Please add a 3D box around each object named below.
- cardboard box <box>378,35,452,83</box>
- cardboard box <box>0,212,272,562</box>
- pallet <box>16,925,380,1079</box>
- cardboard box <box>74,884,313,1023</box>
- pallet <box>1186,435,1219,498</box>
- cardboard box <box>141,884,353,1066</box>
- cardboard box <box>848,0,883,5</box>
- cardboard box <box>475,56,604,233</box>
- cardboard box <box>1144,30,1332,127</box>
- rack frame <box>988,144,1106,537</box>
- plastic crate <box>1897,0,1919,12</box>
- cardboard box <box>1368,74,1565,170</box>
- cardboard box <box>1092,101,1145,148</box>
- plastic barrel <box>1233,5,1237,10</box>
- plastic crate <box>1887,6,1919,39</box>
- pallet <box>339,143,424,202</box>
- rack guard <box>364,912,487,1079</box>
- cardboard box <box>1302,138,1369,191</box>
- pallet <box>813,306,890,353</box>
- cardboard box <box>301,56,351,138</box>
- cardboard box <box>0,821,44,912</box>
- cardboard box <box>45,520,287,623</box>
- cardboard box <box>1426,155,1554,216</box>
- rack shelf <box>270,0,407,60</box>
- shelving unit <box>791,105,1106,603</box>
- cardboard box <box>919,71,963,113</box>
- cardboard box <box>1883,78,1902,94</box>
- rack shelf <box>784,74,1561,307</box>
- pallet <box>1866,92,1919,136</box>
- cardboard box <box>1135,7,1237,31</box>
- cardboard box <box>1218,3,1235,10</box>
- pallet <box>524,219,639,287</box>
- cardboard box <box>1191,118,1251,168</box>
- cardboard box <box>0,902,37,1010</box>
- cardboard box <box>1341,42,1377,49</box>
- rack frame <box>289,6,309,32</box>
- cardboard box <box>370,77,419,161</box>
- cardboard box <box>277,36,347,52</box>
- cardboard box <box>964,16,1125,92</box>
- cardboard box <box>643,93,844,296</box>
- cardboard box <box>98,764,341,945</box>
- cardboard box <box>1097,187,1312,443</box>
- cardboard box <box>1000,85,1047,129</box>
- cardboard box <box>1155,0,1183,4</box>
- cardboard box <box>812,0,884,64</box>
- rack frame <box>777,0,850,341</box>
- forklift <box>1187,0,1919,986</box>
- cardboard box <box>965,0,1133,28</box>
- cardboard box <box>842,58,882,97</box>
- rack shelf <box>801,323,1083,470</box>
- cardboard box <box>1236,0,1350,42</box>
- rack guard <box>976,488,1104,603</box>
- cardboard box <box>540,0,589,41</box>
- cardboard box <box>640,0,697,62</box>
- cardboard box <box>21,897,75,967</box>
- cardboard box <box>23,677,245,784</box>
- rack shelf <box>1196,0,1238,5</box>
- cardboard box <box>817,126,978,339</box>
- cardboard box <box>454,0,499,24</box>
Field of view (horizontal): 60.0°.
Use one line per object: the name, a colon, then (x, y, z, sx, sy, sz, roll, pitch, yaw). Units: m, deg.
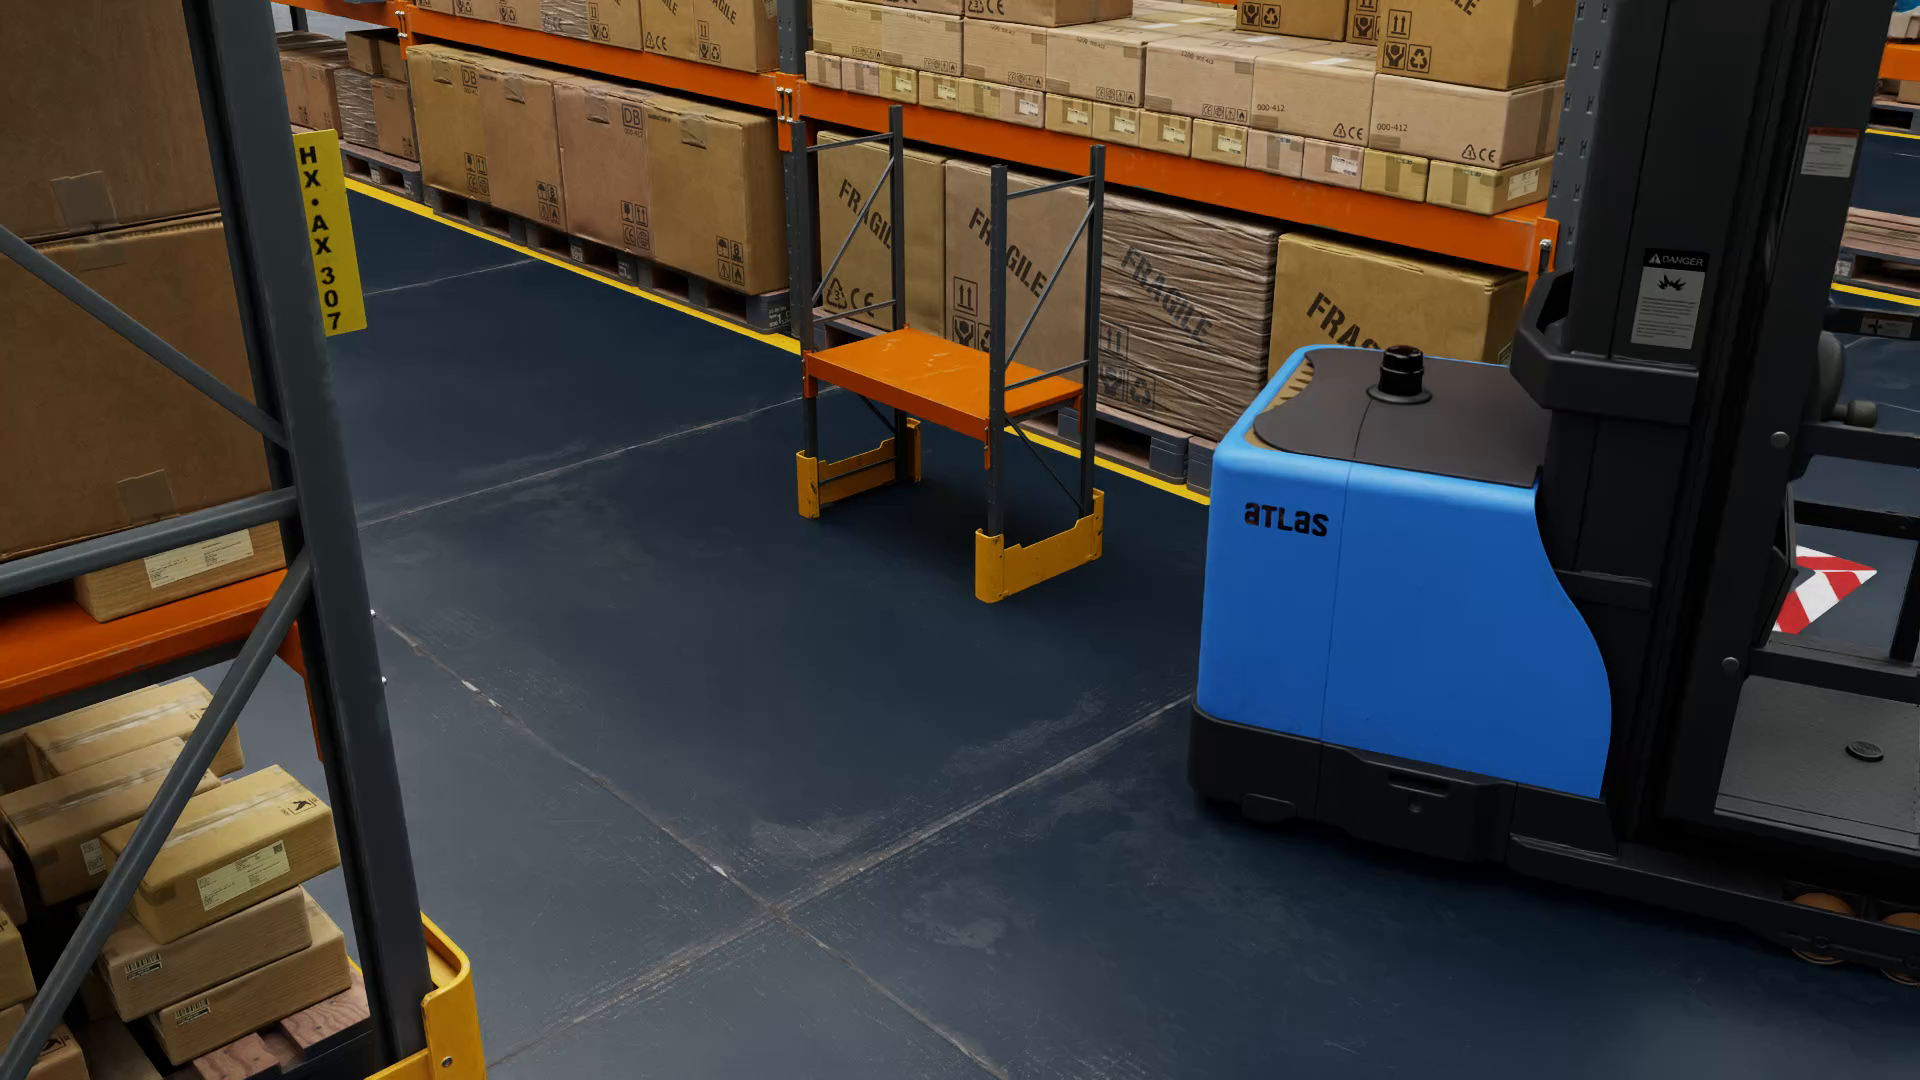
cardboard box: (-3.674, -3.337, 11.528, 0.500, 0.250, 0.500, -20, 31, -36)
cardboard box: (-1.521, -0.333, 2.887, 0.500, 0.500, 0.500, -19, 31, -36)
pallet: (-1.997, 1.052, 3.691, 1.003, 0.211, 1.213, -21, 32, -38)
cardboard box: (-1.587, 0.801, 3.450, 0.380, 0.149, 0.250, -20, 31, -36)
pallet: (1.670, -0.266, 6.578, 1.003, 0.211, 1.213, -21, 32, -38)
cardboard box: (-1.540, 0.919, 3.551, 0.380, 0.149, 0.250, -20, 32, -37)
cardboard box: (-0.320, -2.717, 7.510, 0.500, 0.500, 0.500, -21, 32, -38)
cardboard box: (-2.134, -2.475, 10.116, 1.225, 0.875, 0.875, -21, 32, -38)
cardboard box: (1.054, -1.761, 6.318, 0.500, 0.250, 0.500, 22, 33, 40)
rack frame: (0.289, -0.554, 5.658, 0.500, 1.500, 0.032, -21, 32, -38)
plastic crate: (5.511, -3.038, 9.425, 0.416, 0.233, 0.300, -21, 32, -38)
cardboard box: (1.749, -1.453, 5.643, 0.500, 0.250, 0.500, -22, 32, -39)
cardboard box: (0.745, -1.678, 6.616, 0.380, 0.149, 0.250, -20, 32, -37)
plastic barrel: (2.312, -3.552, 12.444, 0.600, 0.901, 0.708, -21, 32, -38)
plastic crate: (5.200, -2.822, 9.068, 0.396, 0.136, 0.243, -21, 32, -38)
pallet: (-3.727, -2.707, 11.929, 1.003, 0.211, 1.213, -21, 32, -38)
rack guard: (-1.468, 1.176, 3.069, 1.175, 0.500, 0.348, -21, 32, -38)
cardboard box: (1.439, -1.370, 5.941, 0.380, 0.149, 0.250, -21, 32, -38)
pallet: (0.002, -1.005, 8.199, 1.003, 0.211, 1.213, -21, 32, -38)
cardboard box: (-4.448, -3.333, 12.423, 0.700, 0.500, 0.500, -18, 30, -34)
cardboard box: (-1.965, 0.653, 3.775, 0.380, 0.149, 0.250, -21, 32, -38)
cardboard box: (-1.398, -0.015, 2.971, 0.380, 0.149, 0.250, -22, 32, -39)
cardboard box: (1.790, -1.215, 5.601, 0.380, 0.149, 0.250, -20, 32, -38)
rack shelf: (-4.561, -4.017, 12.308, 1.077, 0.370, 4.000, -21, 32, -38)
shelving unit: (-0.052, -0.705, 5.989, 0.587, 1.500, 1.083, -21, 32, -38)
cardboard box: (0.040, -1.990, 7.300, 0.380, 0.149, 0.250, -22, 33, -40)
cardboard box: (7.883, -3.993, 14.098, 0.500, 0.311, 0.500, -21, 32, -38)
rack shelf: (0.907, -1.593, 6.995, 1.077, 0.370, 4.000, -21, 32, -38)
pallet: (8.080, -3.488, 13.643, 1.003, 0.211, 1.213, -21, 32, -38)
cardboard box: (1.081, -2.069, 6.993, 0.500, 0.250, 0.500, -22, 32, -39)
cardboard box: (3.147, -5.733, 18.009, 0.500, 0.250, 0.500, -22, 32, -39)
pallet: (-1.881, -1.840, 10.028, 1.003, 0.211, 1.213, -21, 32, -38)
cardboard box: (1.091, -1.524, 6.278, 0.380, 0.149, 0.250, -22, 33, -40)
cardboard box: (-1.963, 0.809, 3.075, 0.380, 0.149, 0.250, -21, 32, -38)
cardboard box: (1.783, -1.759, 6.314, 0.500, 0.250, 0.500, -22, 32, -39)
rack frame: (-5.928, -4.950, 13.486, 1.000, 3.000, 0.127, -21, 32, -38)
cardboard box: (-3.667, -2.998, 11.690, 0.500, 0.500, 0.700, 22, 32, 39)
cardboard box: (-5.212, -3.671, 13.164, 0.700, 0.500, 0.500, -21, 32, -39)
cardboard box: (0.364, -2.069, 6.994, 0.500, 0.250, 0.500, -20, 31, -37)
cardboard box: (-0.912, -1.939, 8.940, 1.225, 0.875, 0.875, -21, 32, -38)
cardboard box: (-1.526, 0.642, 3.440, 0.250, 0.149, 0.380, 22, 32, 39)
cardboard box: (1.156, -0.986, 6.851, 0.875, 0.875, 0.875, -21, 32, -38)
cardboard box: (0.385, -1.835, 6.962, 0.380, 0.149, 0.250, -21, 32, -38)
cardboard box: (2.452, -6.041, 18.685, 0.500, 0.250, 0.500, -20, 32, -38)
cardboard box: (-0.330, -2.377, 7.668, 0.500, 0.250, 0.500, -22, 32, -39)
rack frame: (-0.460, -2.526, 8.174, 1.000, 3.000, 0.127, -21, 32, -38)
forklift: (2.195, -0.530, 3.881, 3.031, 2.935, 1.130, 10, 26, 21)
cardboard box: (0.370, -2.409, 6.836, 0.500, 0.500, 0.500, -22, 33, -40)
cardboard box: (-0.321, -2.148, 7.648, 0.250, 0.149, 0.380, 23, 33, 40)
rack shelf: (-0.058, -0.545, 6.070, 0.538, 0.185, 1.000, -21, 32, -38)
cardboard box: (1.442, -2.251, 6.490, 0.500, 0.500, 0.500, -22, 33, -40)
rack guard: (0.288, 0.014, 5.918, 0.587, 0.250, 0.087, -21, 32, -38)
cardboard box: (-2.014, -3.097, 9.305, 0.500, 0.500, 0.500, -21, 32, -38)
cardboard box: (-1.312, -2.788, 8.626, 0.500, 0.500, 0.500, -20, 31, -37)
cardboard box: (-1.954, 0.789, 3.835, 0.380, 0.149, 0.250, -21, 32, -38)
cardboard box: (-1.881, 0.480, 3.795, 0.380, 0.149, 0.250, -21, 32, -39)
rack shelf: (1.788, -4.210, 12.731, 1.077, 0.370, 4.000, -21, 32, -38)
cardboard box: (-0.068, -1.528, 8.039, 0.875, 0.875, 0.875, -21, 32, -38)
cardboard box: (-2.706, -3.404, 9.976, 0.500, 0.500, 0.500, -22, 33, -40)
